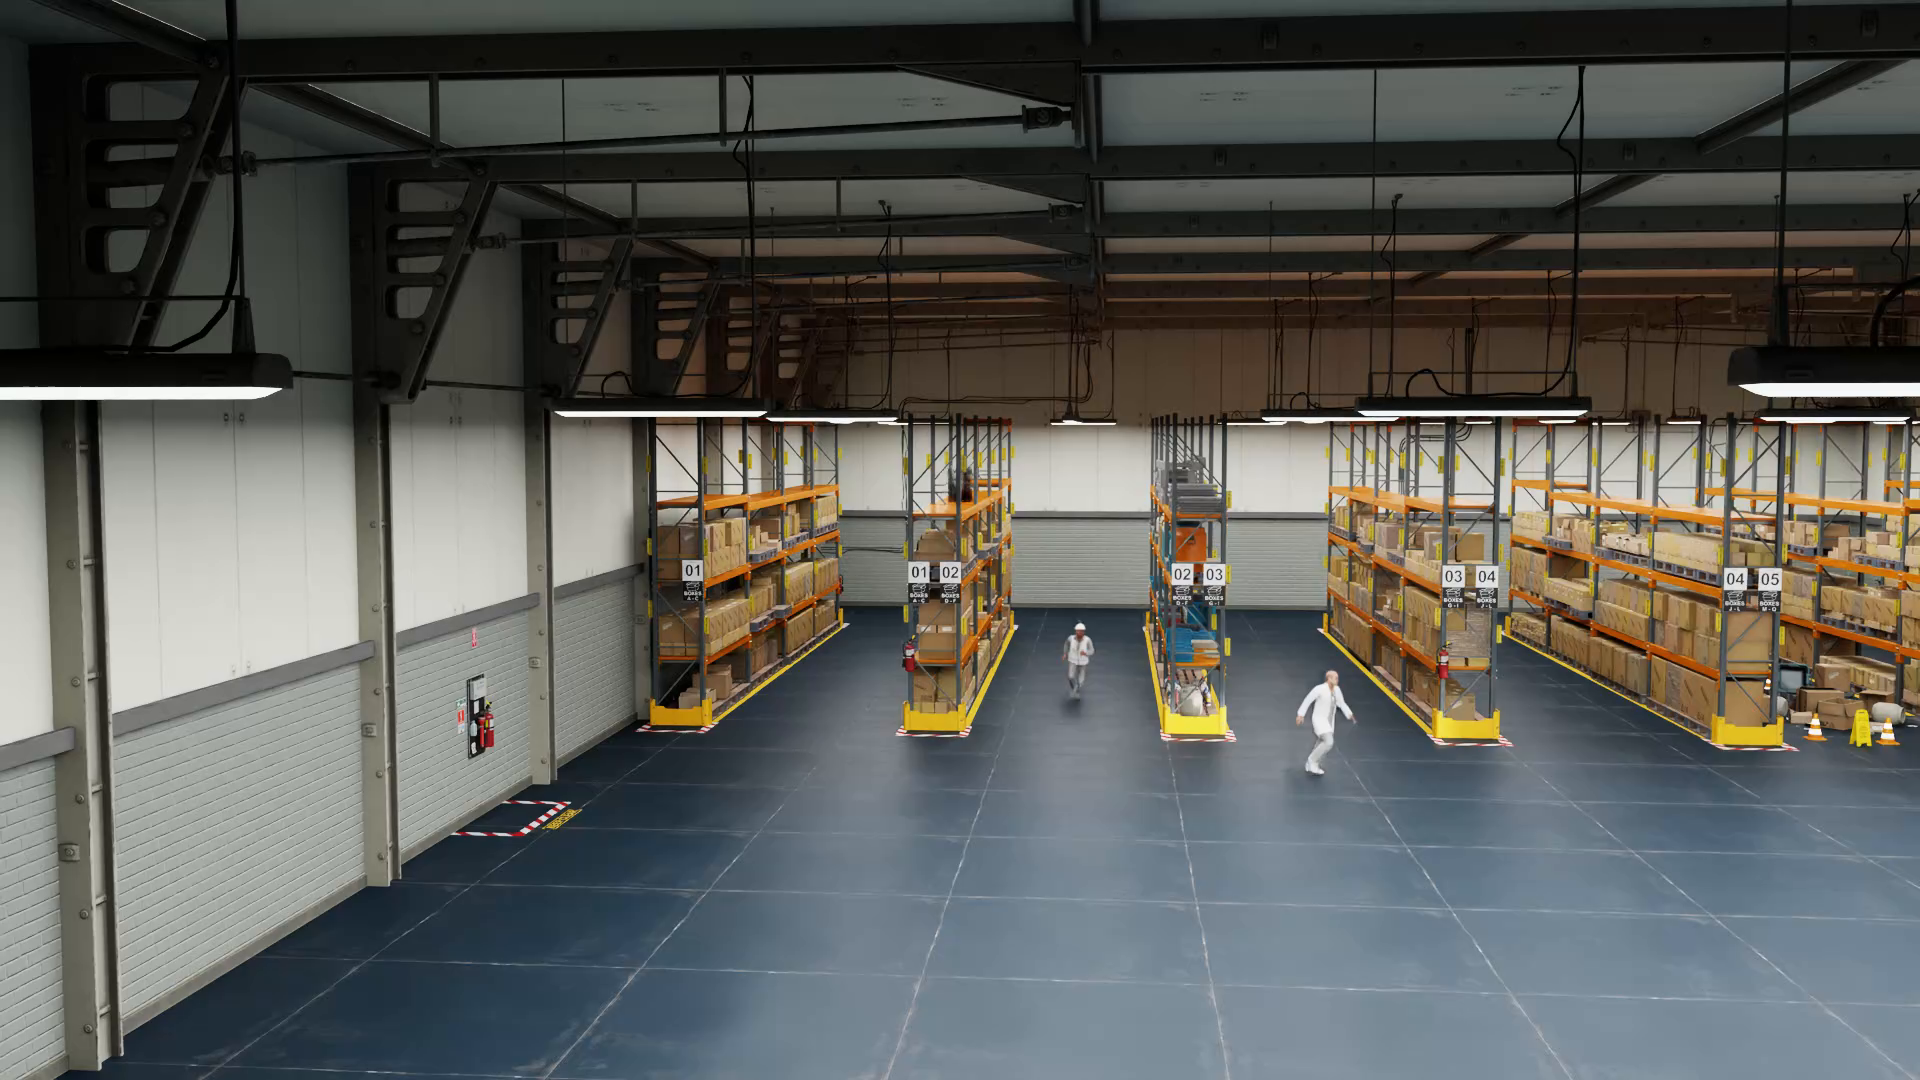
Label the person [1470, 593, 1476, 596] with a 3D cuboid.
[{"bbox_3d":[13.805,1.906,44.218,0.556,1.717,0.694,0,4,-1],"label":"person"}]

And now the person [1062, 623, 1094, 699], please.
[{"bbox_3d":[2.477,2.541,34.824,0.653,1.643,0.960,0,4,2],"label":"person"}]

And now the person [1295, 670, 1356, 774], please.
[{"bbox_3d":[6.055,3.010,27.376,0.694,1.744,0.833,-3,5,-39],"label":"person"}]
